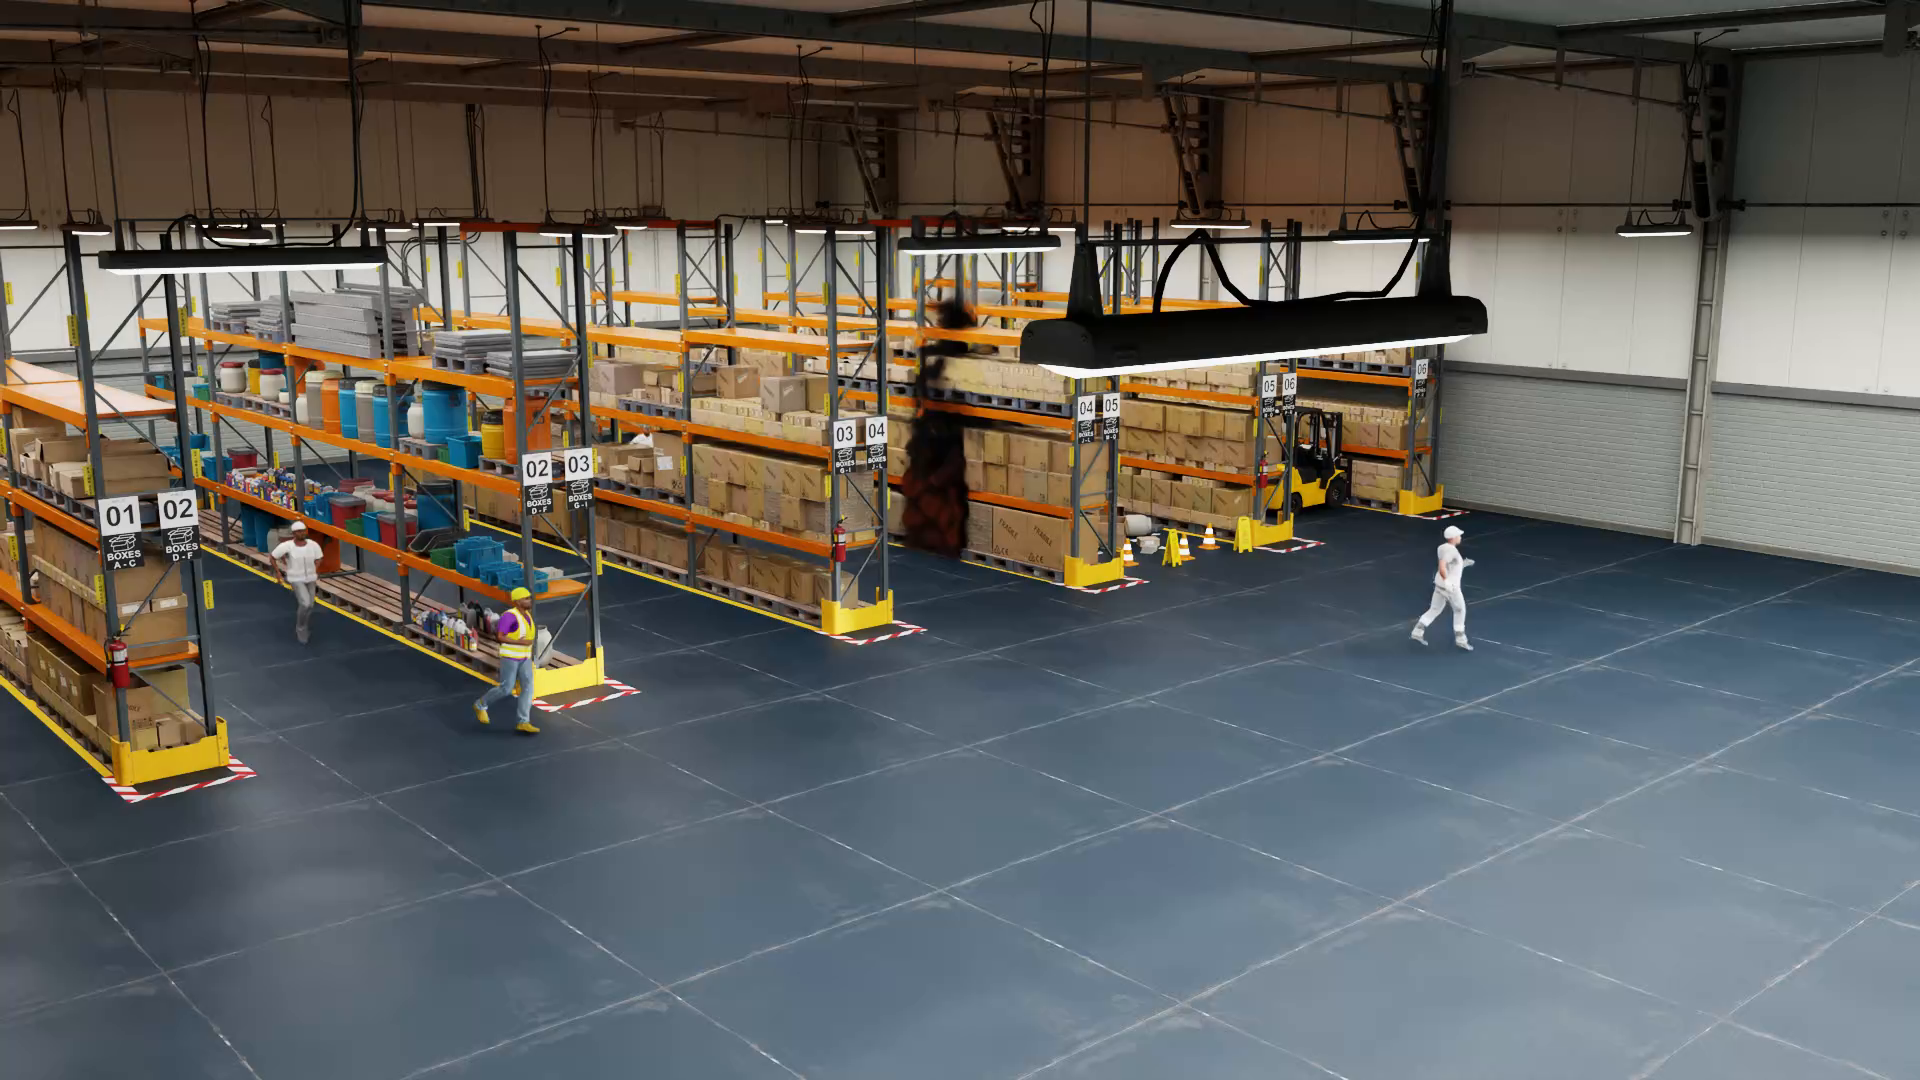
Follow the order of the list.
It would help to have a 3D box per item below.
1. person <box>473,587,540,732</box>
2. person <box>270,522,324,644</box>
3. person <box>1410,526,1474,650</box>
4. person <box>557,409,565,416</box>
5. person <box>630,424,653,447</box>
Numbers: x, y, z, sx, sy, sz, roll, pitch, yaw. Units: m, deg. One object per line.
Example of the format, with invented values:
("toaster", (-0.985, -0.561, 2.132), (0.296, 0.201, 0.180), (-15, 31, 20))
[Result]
("person", (-5.459, 1.436, 20.423), (0.927, 1.729, 0.706), (4, 12, 21))
("person", (-9.624, 0.622, 24.355), (0.728, 1.801, 0.671), (10, 15, 40))
("person", (6.942, 0.695, 23.771), (0.938, 1.814, 0.654), (-2, 12, -10))
("person", (-9.304, -2.194, 38.484), (0.720, 1.664, 0.682), (-5, 12, -23))
("person", (-6.658, -1.658, 35.484), (0.664, 1.764, 0.991), (-8, 14, -36))
